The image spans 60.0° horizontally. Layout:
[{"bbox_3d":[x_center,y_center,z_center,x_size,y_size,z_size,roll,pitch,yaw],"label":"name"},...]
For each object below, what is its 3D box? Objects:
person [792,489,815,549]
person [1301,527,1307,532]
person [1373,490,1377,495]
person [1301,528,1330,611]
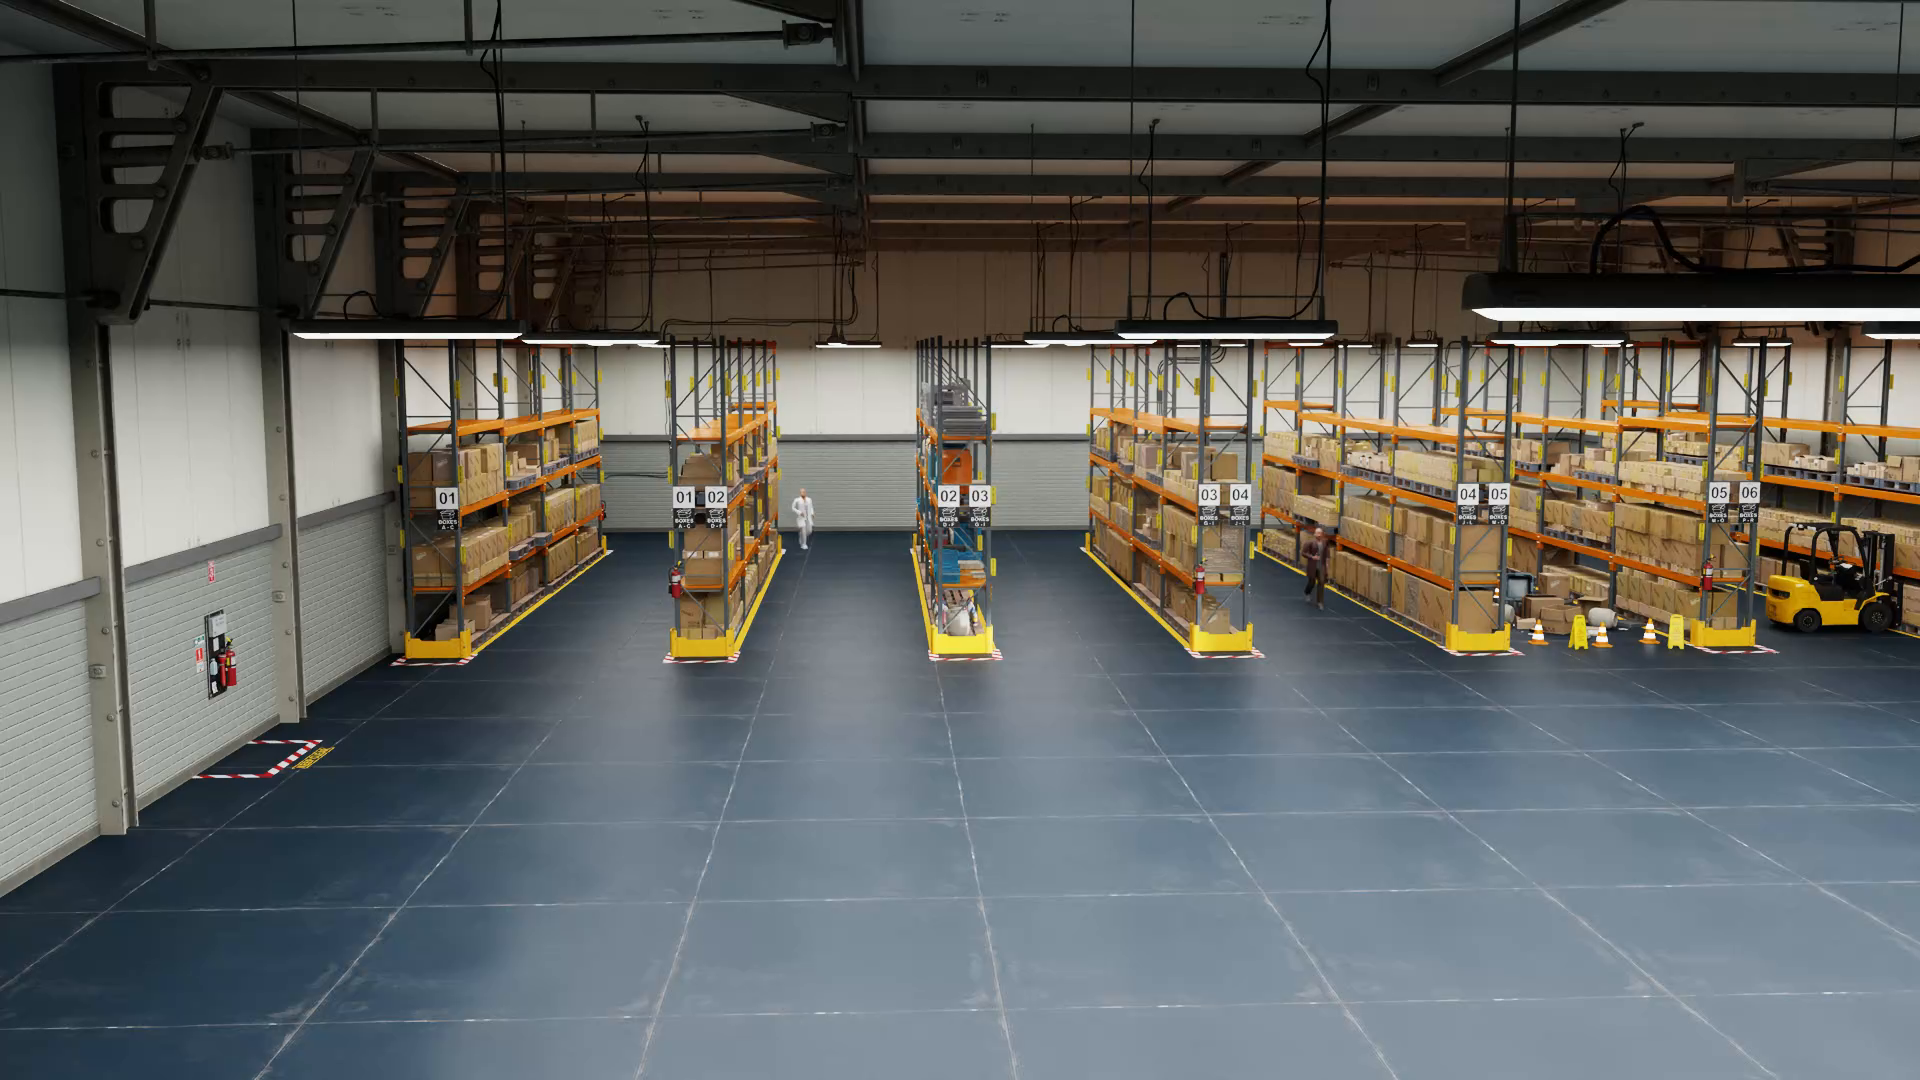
[{"bbox_3d":[-4.544,-0.612,48.286,0.711,1.735,0.637,-4,8,-32],"label":"person"},{"bbox_3d":[10.501,-0.767,49.692,0.787,1.746,0.552,-3,7,-27],"label":"person"},{"bbox_3d":[12.417,-0.732,49.399,0.904,1.655,0.592,0,6,0],"label":"person"},{"bbox_3d":[7.958,0.620,37.187,0.738,1.795,1.103,-1,7,-9],"label":"person"}]
